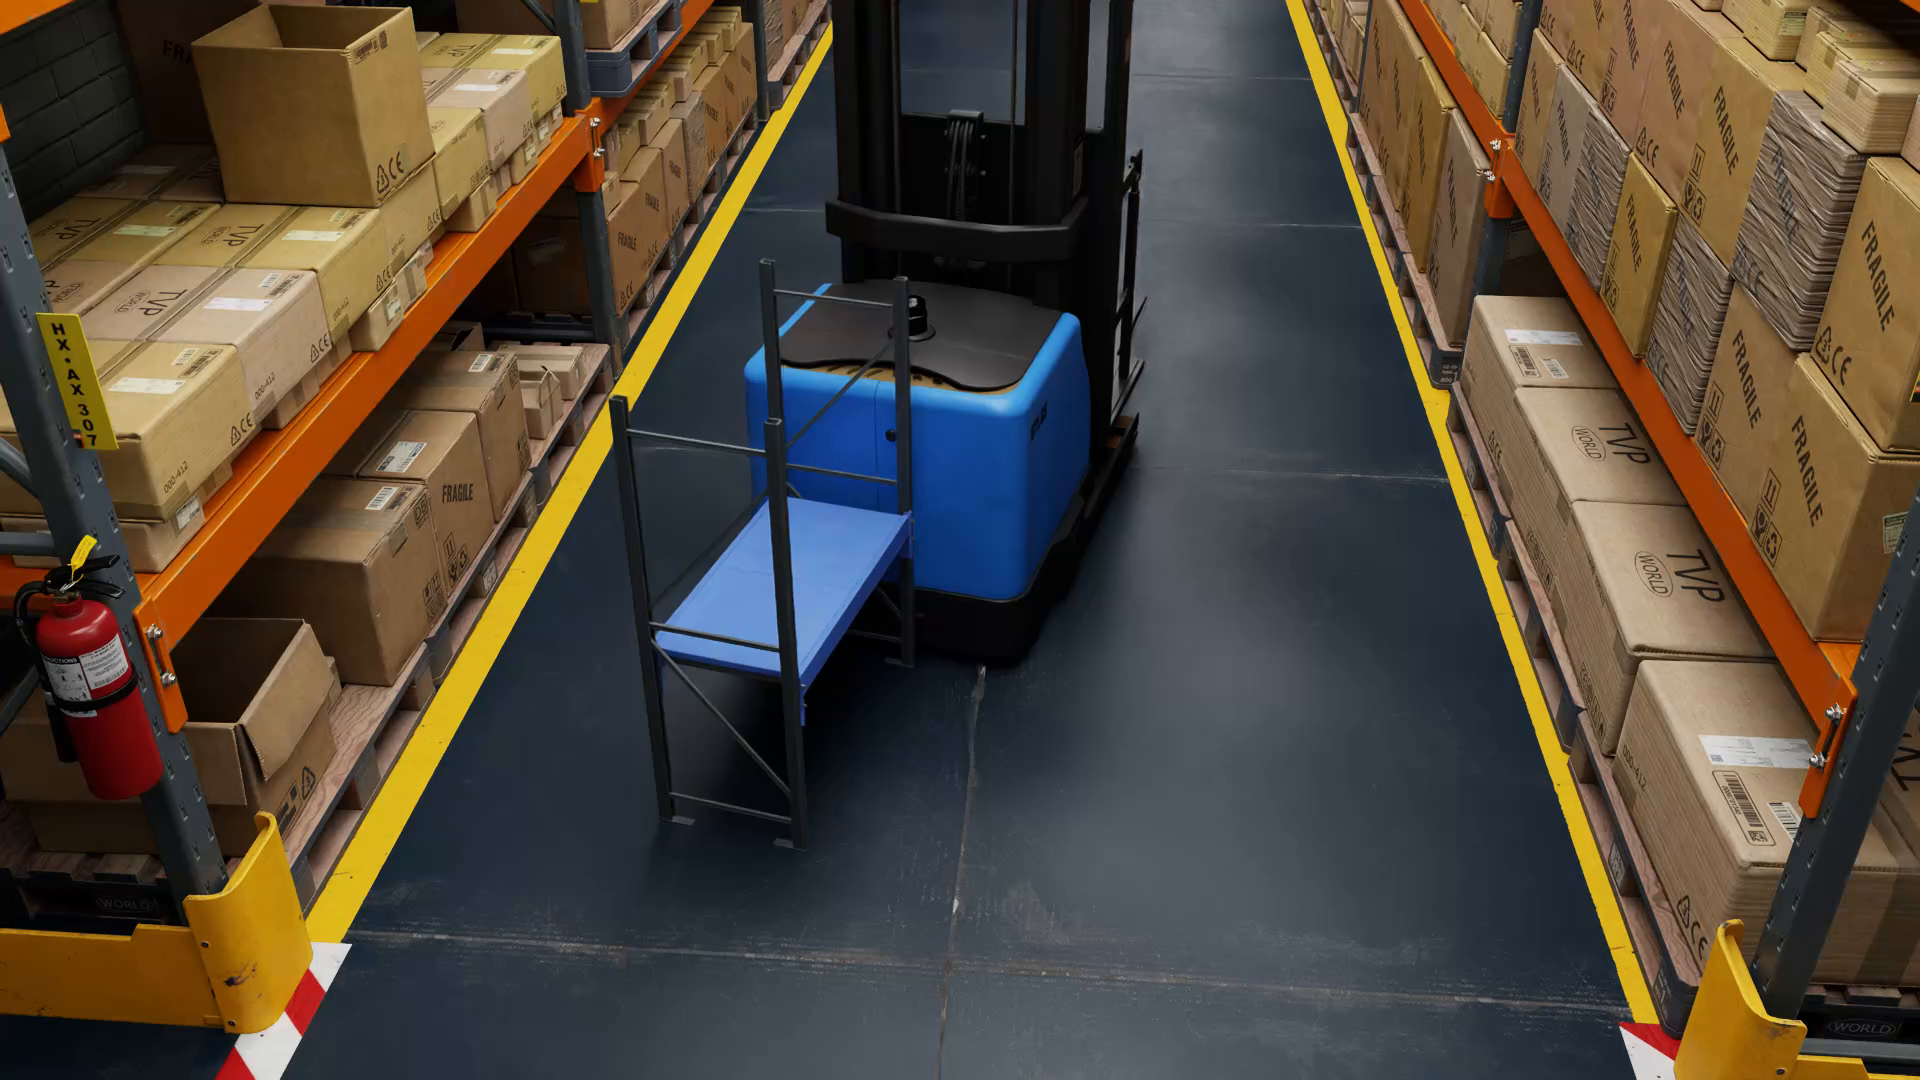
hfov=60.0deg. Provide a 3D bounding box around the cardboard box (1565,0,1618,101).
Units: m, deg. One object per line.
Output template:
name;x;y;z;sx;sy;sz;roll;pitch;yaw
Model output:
cardboard box;2.482;-1.843;5.834;0.500;0.500;0.500;2;32;3

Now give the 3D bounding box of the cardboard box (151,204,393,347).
cardboard box;-2.080;-0.814;5.071;0.500;0.250;0.500;2;32;3

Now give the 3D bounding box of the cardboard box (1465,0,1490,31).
cardboard box;2.636;-2.529;7.662;0.500;0.250;0.500;3;32;5

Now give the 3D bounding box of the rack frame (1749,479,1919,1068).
rack frame;2.480;0.214;3.544;0.949;2.616;0.053;2;32;4

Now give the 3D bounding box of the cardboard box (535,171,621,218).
cardboard box;-1.844;-1.655;7.940;0.380;0.149;0.250;4;32;6

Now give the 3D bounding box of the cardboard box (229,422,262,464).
cardboard box;-2.202;-0.323;4.655;0.380;0.149;0.250;2;32;3

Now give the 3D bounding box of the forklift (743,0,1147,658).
forklift;0.160;-1.592;6.540;1.130;2.935;3.031;9;33;15

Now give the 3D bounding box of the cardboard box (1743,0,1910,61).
cardboard box;2.362;-1.396;4.490;0.380;0.149;0.250;3;32;5

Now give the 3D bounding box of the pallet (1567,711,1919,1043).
pallet;2.471;0.980;4.959;1.003;0.211;1.213;2;32;4

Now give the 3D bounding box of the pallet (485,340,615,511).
pallet;-2.195;-0.542;7.428;1.003;0.211;1.213;2;32;4

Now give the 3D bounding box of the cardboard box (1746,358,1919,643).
cardboard box;2.259;-0.092;3.945;0.500;0.500;0.500;3;32;4

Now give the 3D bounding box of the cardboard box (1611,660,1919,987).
cardboard box;2.438;0.776;4.673;0.875;0.438;0.875;1;32;2

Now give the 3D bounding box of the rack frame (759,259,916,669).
rack frame;-0.404;-0.220;5.678;0.500;1.500;0.032;9;33;15

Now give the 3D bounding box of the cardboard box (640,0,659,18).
cardboard box;-1.834;-2.823;7.977;0.700;0.500;0.500;3;32;5

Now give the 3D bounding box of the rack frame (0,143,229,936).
rack frame;-2.464;0.004;3.885;1.000;3.000;0.127;2;32;4

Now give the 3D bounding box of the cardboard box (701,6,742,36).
cardboard box;-1.600;-3.301;10.612;0.380;0.149;0.250;1;32;2

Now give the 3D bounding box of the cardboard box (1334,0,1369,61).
cardboard box;3.243;-3.711;12.016;0.950;0.372;0.625;2;32;3

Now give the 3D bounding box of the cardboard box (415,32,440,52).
cardboard box;-2.448;-1.903;6.839;0.500;0.250;0.500;2;32;3

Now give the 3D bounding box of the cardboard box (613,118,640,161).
cardboard box;-1.880;-2.082;8.633;0.380;0.149;0.250;2;32;3

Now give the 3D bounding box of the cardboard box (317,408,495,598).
cardboard box;-2.069;-0.144;6.107;0.500;0.500;0.500;3;32;5

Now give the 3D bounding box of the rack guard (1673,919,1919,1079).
rack guard;2.482;1.291;4.179;1.175;0.500;0.348;2;32;4

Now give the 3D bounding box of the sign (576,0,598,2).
sign;-1.597;-2.437;7.021;0.100;0.325;0.005;2;32;4

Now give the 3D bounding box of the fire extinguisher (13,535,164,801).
fire extinguisher;-2.015;0.292;3.846;0.296;0.674;0.183;2;32;4

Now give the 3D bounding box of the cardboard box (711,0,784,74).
cardboard box;-1.748;-3.673;11.714;0.875;0.625;0.625;3;32;6

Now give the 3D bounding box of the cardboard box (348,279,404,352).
cardboard box;-2.009;-0.721;5.300;0.380;0.149;0.250;2;32;3

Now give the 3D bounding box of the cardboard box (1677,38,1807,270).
cardboard box;2.342;-1.050;4.546;0.500;0.500;0.500;2;32;4

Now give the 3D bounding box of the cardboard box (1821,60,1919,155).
cardboard box;2.247;-0.999;3.845;0.380;0.149;0.250;2;32;4

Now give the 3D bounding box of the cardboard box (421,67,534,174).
cardboard box;-1.963;-1.611;6.365;0.500;0.250;0.500;3;32;4

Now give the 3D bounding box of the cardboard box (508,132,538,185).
cardboard box;-1.909;-1.529;6.612;0.380;0.149;0.250;3;32;5

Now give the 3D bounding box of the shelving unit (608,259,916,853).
shelving unit;-0.558;0.034;5.266;0.538;1.500;1.048;9;33;15

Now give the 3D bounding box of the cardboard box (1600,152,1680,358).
cardboard box;2.376;-0.894;5.246;0.500;0.500;0.500;3;32;5

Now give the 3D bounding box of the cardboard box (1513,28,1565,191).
cardboard box;2.510;-1.686;6.532;0.500;0.500;0.500;3;32;6

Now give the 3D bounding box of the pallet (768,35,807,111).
pallet;-1.707;-3.421;12.100;1.003;0.211;1.213;2;32;4

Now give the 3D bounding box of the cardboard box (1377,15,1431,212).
cardboard box;2.919;-2.420;9.442;0.875;0.875;0.875;3;32;5

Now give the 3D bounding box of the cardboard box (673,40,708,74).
cardboard box;-1.724;-2.885;9.937;0.380;0.149;0.250;3;32;5

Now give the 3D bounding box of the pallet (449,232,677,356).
pallet;-2.110;-1.328;8.703;1.003;0.211;1.213;2;32;4

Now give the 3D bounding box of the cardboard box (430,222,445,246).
cardboard box;-2.083;-1.128;5.961;0.380;0.149;0.250;3;32;5

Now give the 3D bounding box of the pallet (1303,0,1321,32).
pallet;3.399;-4.467;13.797;1.003;0.211;1.213;2;32;4

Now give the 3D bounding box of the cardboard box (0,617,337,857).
cardboard box;-2.320;0.572;4.942;0.797;0.503;0.637;1;32;2

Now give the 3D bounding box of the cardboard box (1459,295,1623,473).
cardboard box;2.651;-0.642;6.975;0.875;0.438;0.875;2;32;3

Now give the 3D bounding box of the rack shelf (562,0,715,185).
rack shelf;-1.975;-2.827;9.164;1.077;0.370;4.000;2;32;4

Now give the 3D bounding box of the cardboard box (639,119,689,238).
cardboard box;-1.796;-1.985;9.095;0.500;0.500;0.500;2;32;3

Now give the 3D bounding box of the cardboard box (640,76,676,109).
cardboard box;-1.807;-2.483;9.283;0.380;0.149;0.250;3;32;4

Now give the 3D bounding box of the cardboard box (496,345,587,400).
cardboard box;-1.891;-0.749;7.423;0.380;0.149;0.250;2;32;2

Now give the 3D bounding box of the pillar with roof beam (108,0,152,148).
pillar with roof beam;1.197;-4.132;4.878;9.100;9.000;0.400;2;32;4

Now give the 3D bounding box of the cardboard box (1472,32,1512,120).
cardboard box;2.595;-2.059;7.375;0.500;0.250;0.500;2;32;3

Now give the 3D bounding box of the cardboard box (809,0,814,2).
cardboard box;-1.589;-4.760;13.478;0.875;0.625;0.625;2;32;3

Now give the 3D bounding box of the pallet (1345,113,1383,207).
pallet;2.996;-2.373;10.400;1.003;0.211;1.213;2;32;4

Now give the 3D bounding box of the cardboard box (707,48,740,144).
cardboard box;-1.684;-2.803;10.421;0.500;0.500;0.500;2;32;3

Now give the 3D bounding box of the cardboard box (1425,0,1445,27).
cardboard box;2.735;-2.859;8.673;0.500;0.250;0.500;2;32;4

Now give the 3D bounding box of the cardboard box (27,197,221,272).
cardboard box;-2.603;-0.839;5.112;0.500;0.250;0.500;3;32;6
